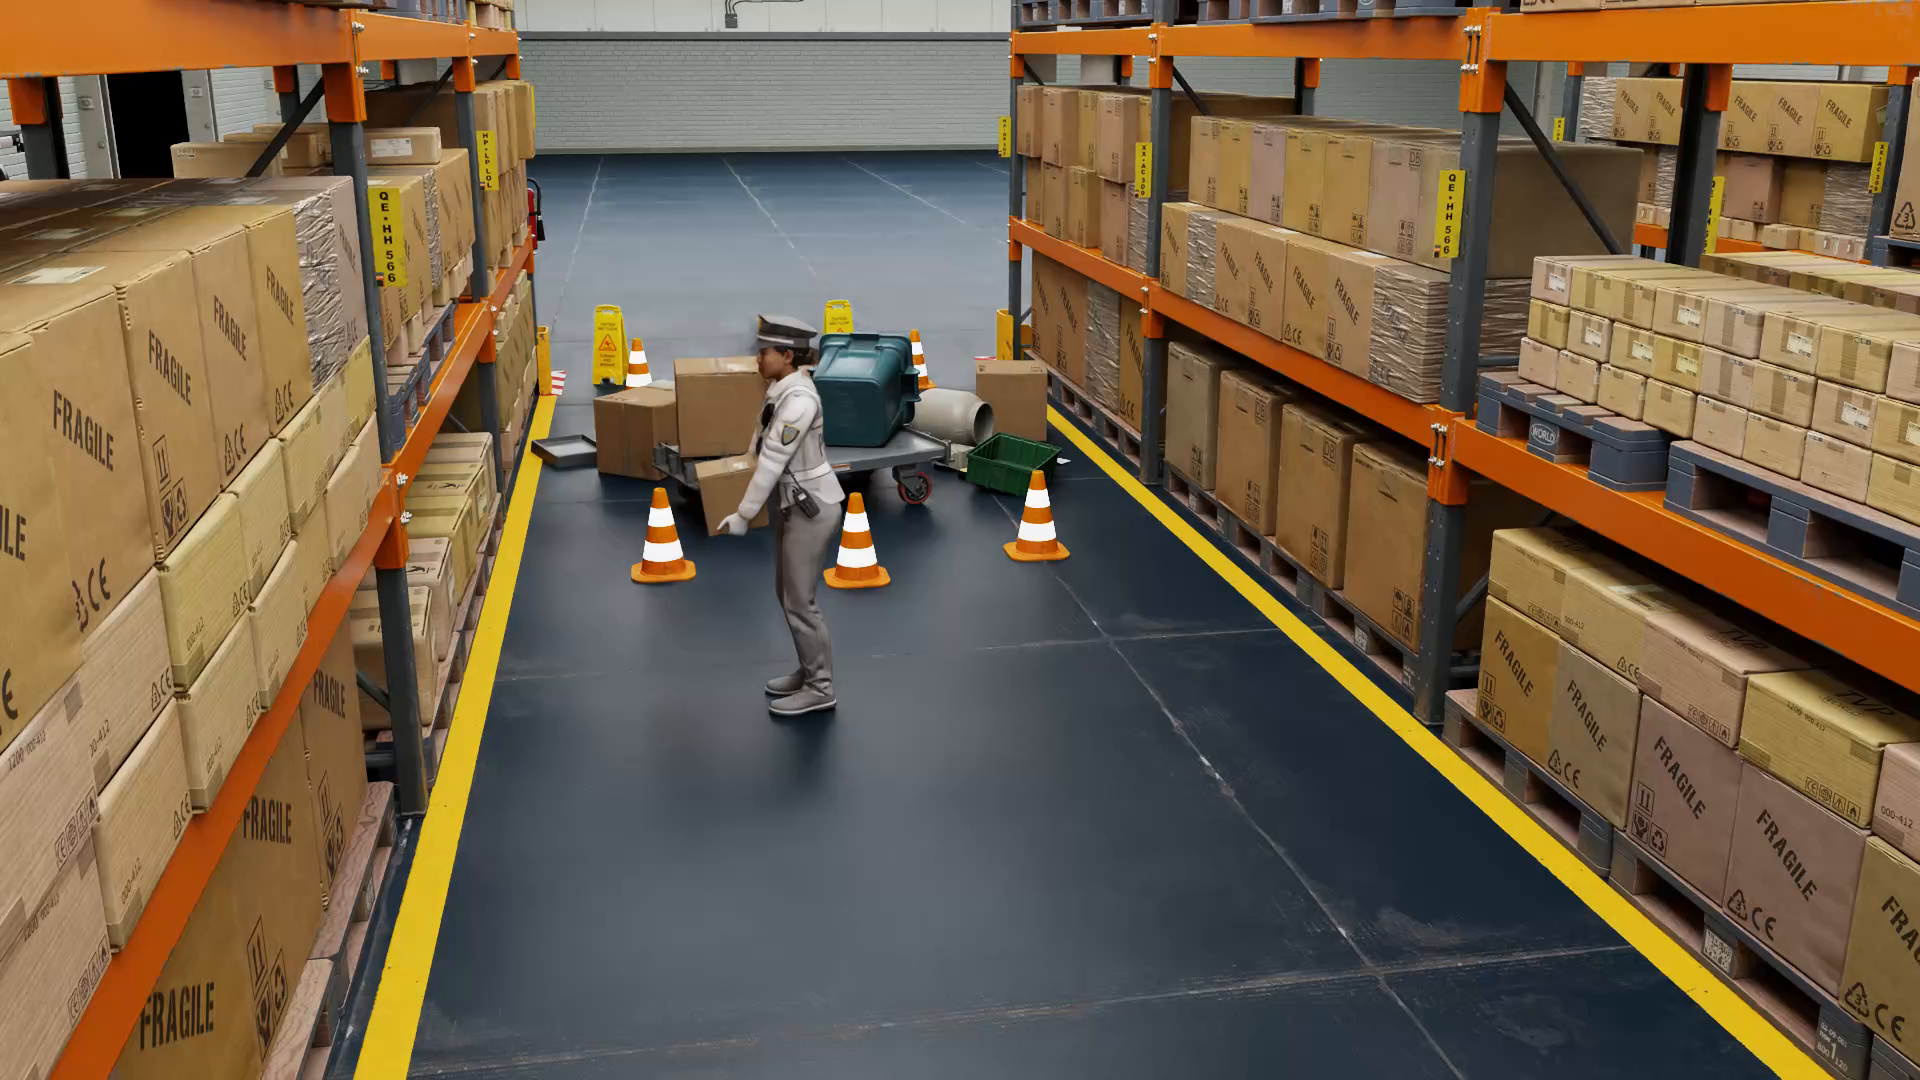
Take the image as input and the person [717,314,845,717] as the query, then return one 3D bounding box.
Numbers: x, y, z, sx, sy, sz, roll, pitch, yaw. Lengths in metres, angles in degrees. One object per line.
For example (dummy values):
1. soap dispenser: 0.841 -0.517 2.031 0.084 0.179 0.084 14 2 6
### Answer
1. person: -0.744 -0.103 6.883 0.535 1.674 0.416 -3 17 -11
